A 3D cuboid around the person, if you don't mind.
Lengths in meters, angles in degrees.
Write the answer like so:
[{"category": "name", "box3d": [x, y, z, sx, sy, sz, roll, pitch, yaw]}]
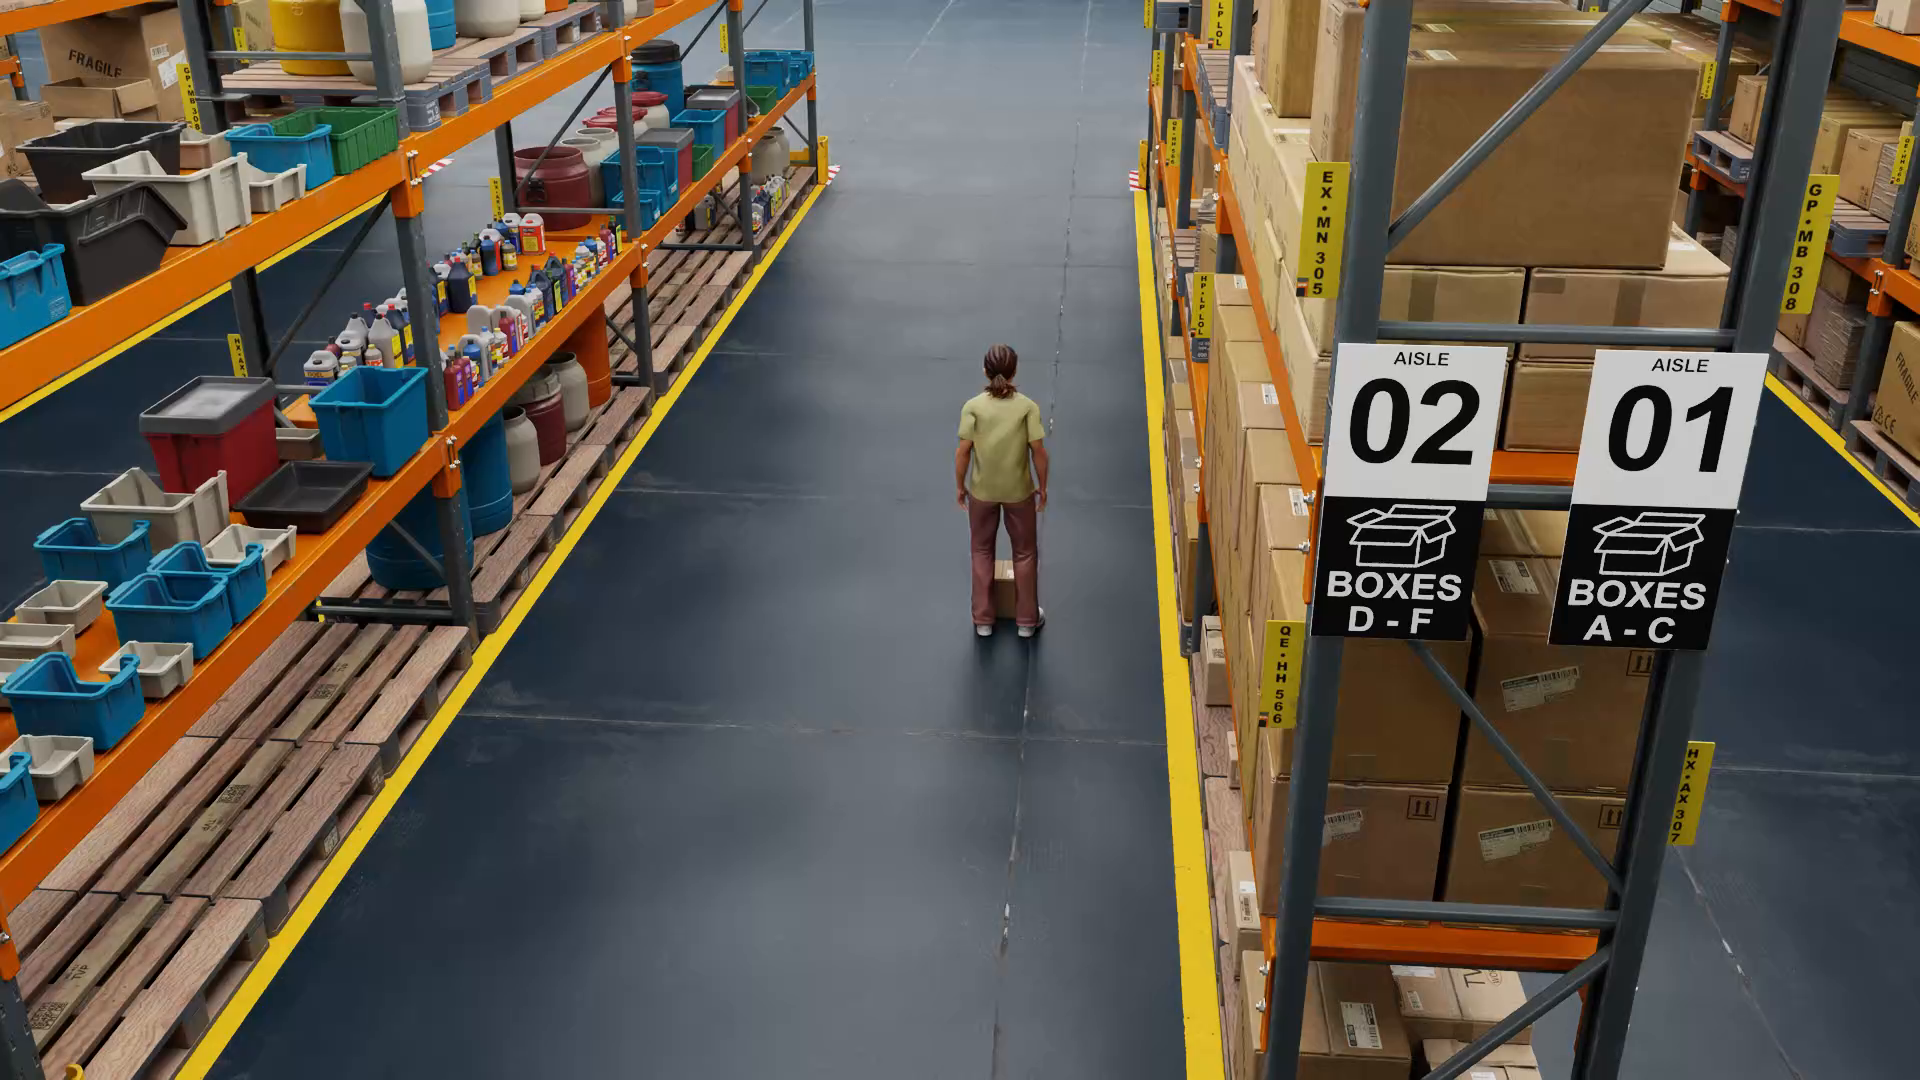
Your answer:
[{"category": "person", "box3d": [0.230, -0.259, 9.172, 0.506, 1.672, 0.352, 2, 25, 4]}]
